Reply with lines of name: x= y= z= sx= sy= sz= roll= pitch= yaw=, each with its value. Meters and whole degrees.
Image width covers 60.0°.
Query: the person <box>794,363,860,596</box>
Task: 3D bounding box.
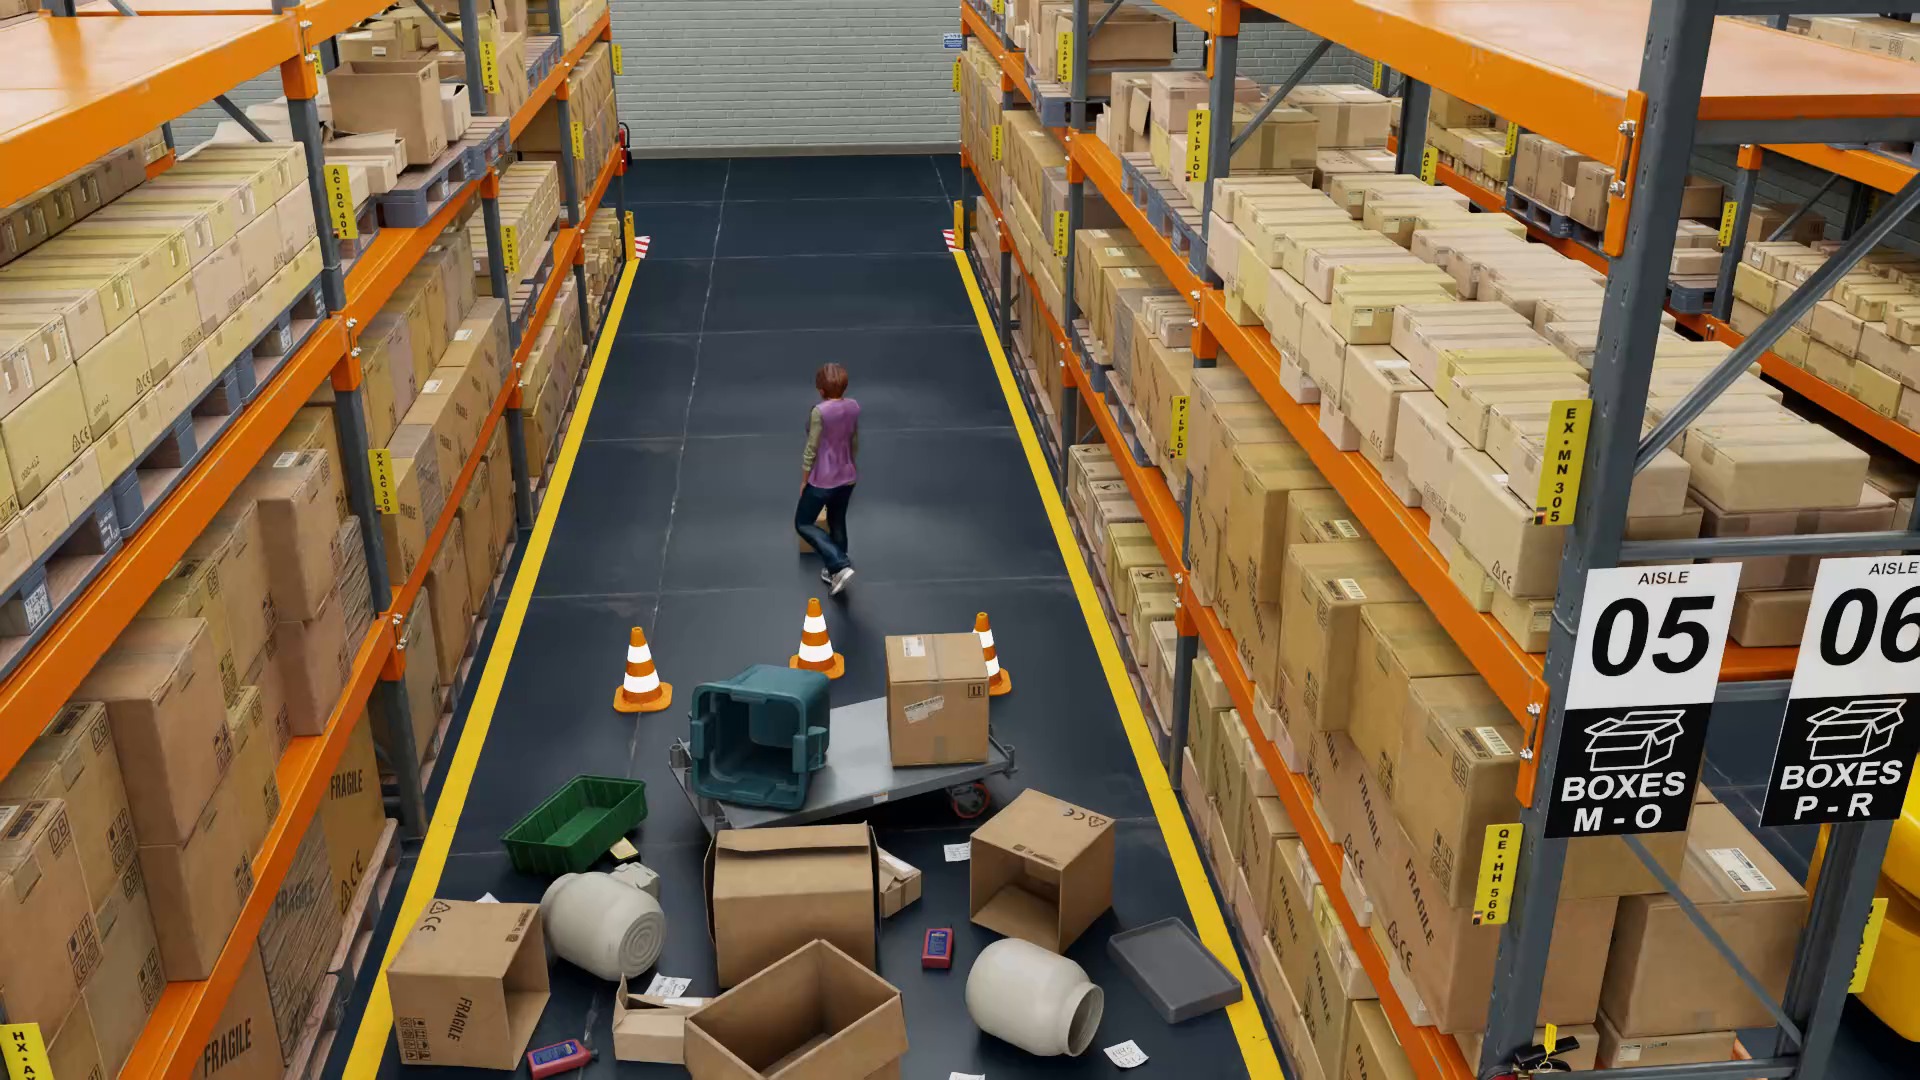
person: x=-0.833 y=-0.372 z=10.925 sx=0.449 sy=1.577 sz=0.537 roll=-21 pitch=32 yaw=-39
